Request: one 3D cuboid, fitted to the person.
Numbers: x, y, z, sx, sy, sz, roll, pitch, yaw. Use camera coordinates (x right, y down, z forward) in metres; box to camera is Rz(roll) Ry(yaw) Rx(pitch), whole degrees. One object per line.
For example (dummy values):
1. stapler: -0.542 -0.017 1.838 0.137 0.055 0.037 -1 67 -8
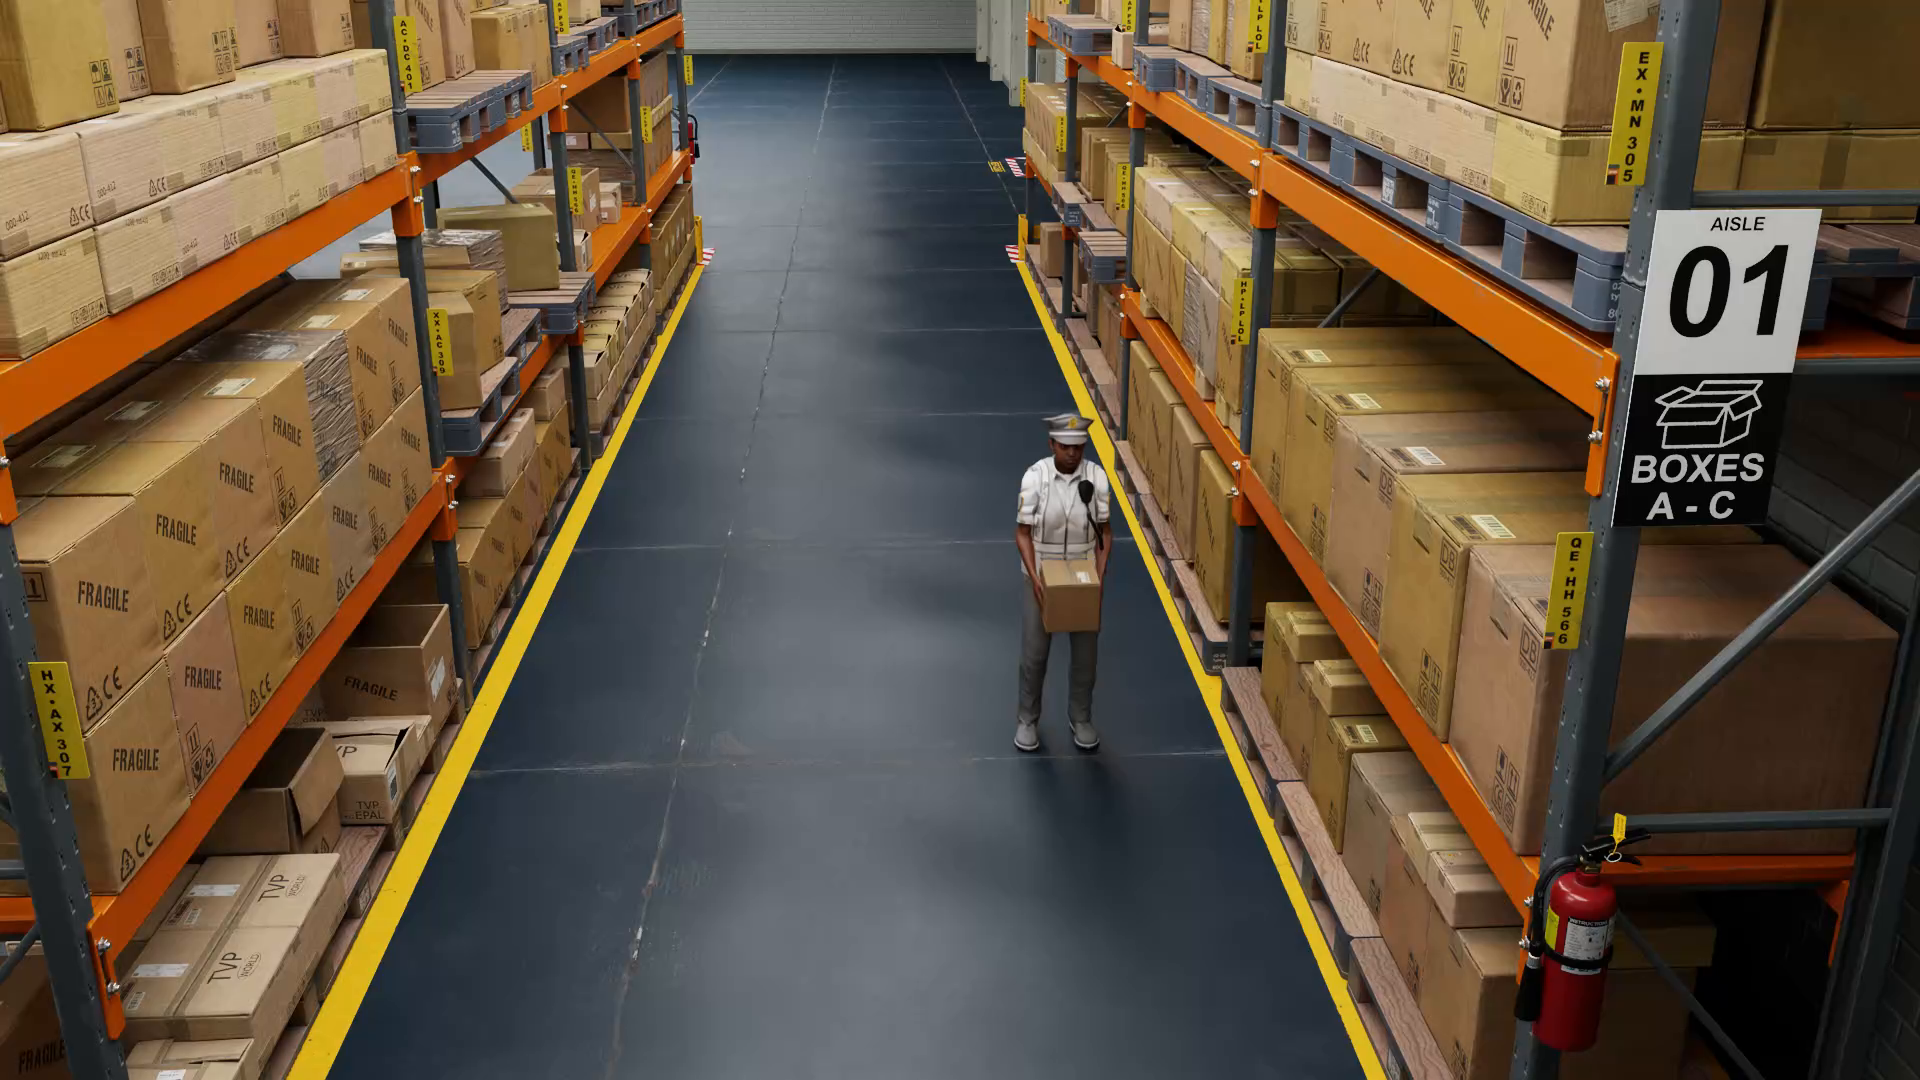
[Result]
1. person: 0.502 0.202 7.998 0.474 1.687 0.454 -1 21 -4
